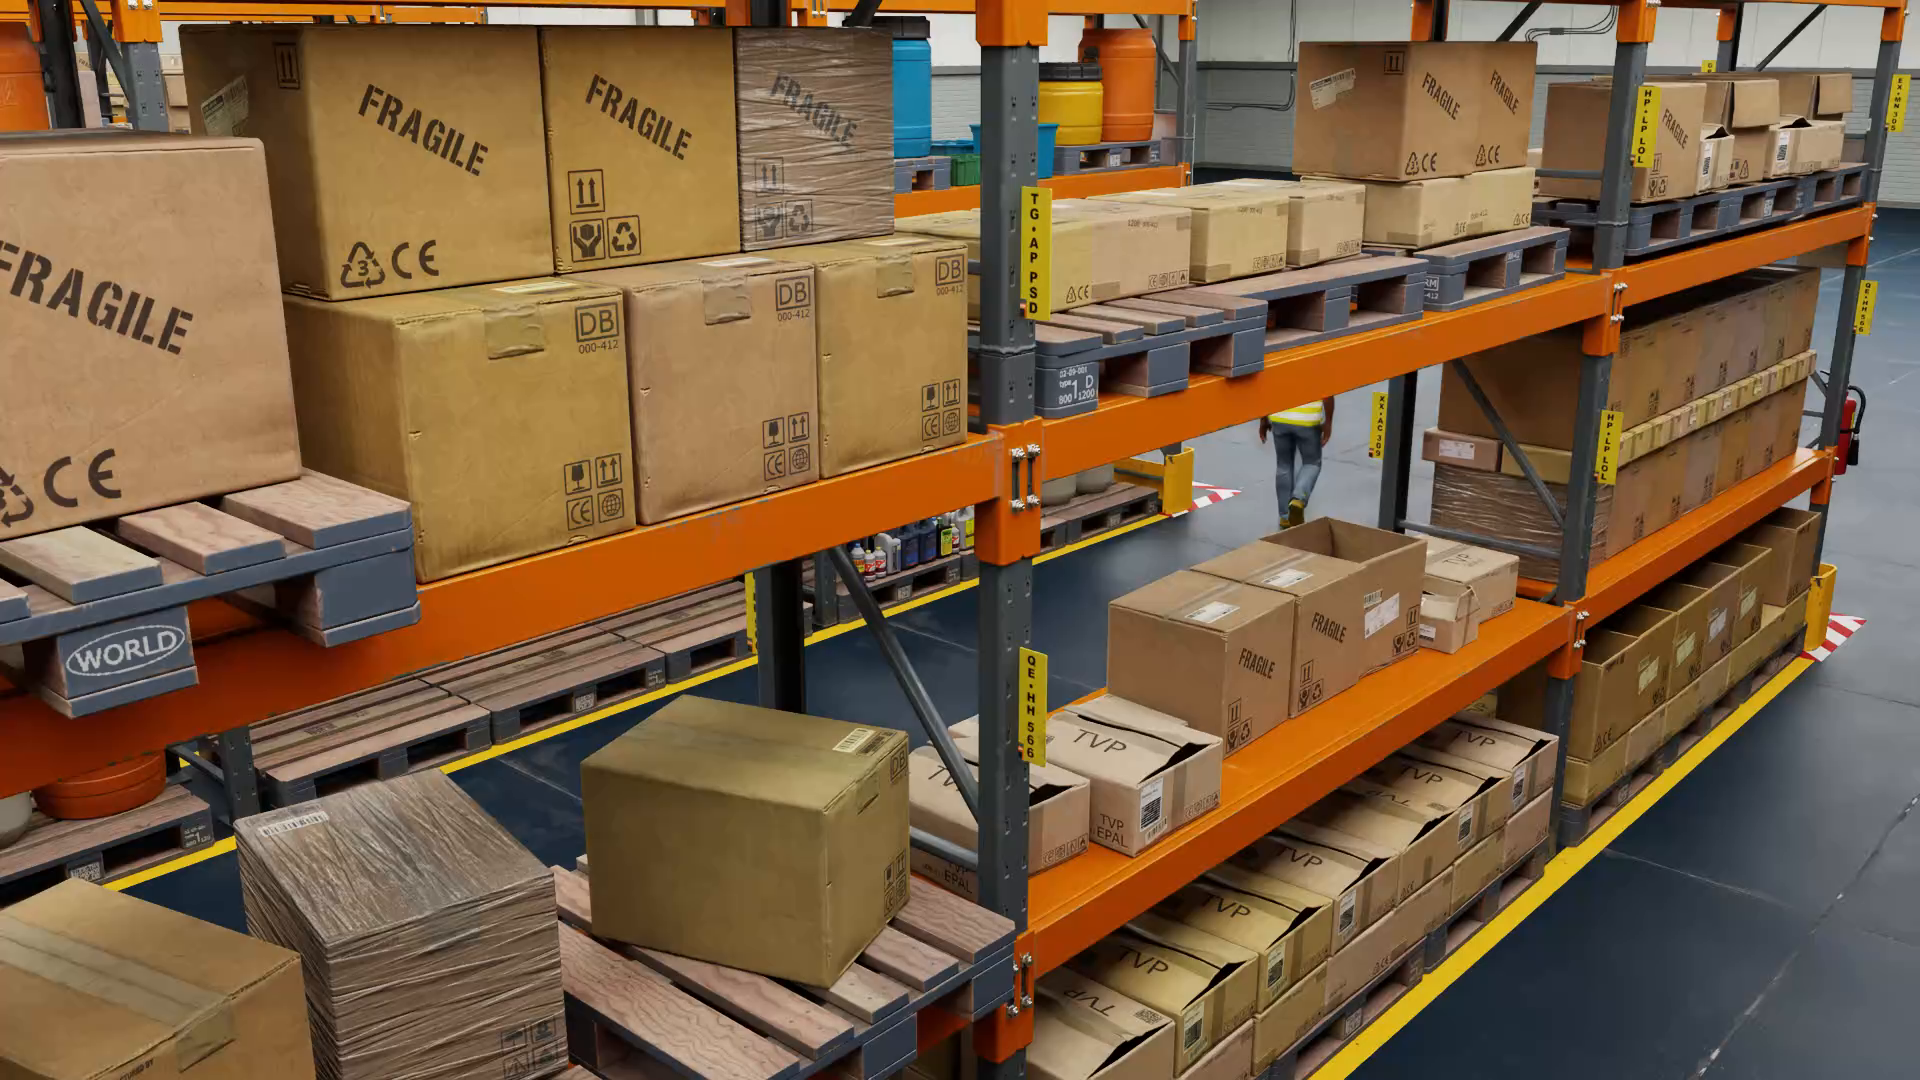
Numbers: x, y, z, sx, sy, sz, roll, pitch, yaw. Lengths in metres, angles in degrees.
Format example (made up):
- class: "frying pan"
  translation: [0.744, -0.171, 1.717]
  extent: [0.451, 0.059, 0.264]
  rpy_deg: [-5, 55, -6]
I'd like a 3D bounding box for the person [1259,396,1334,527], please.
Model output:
- class: "person"
  translation: [2.633, -0.930, 13.018]
  extent: [0.576, 1.754, 0.674]
  rpy_deg: [6, 18, 19]
